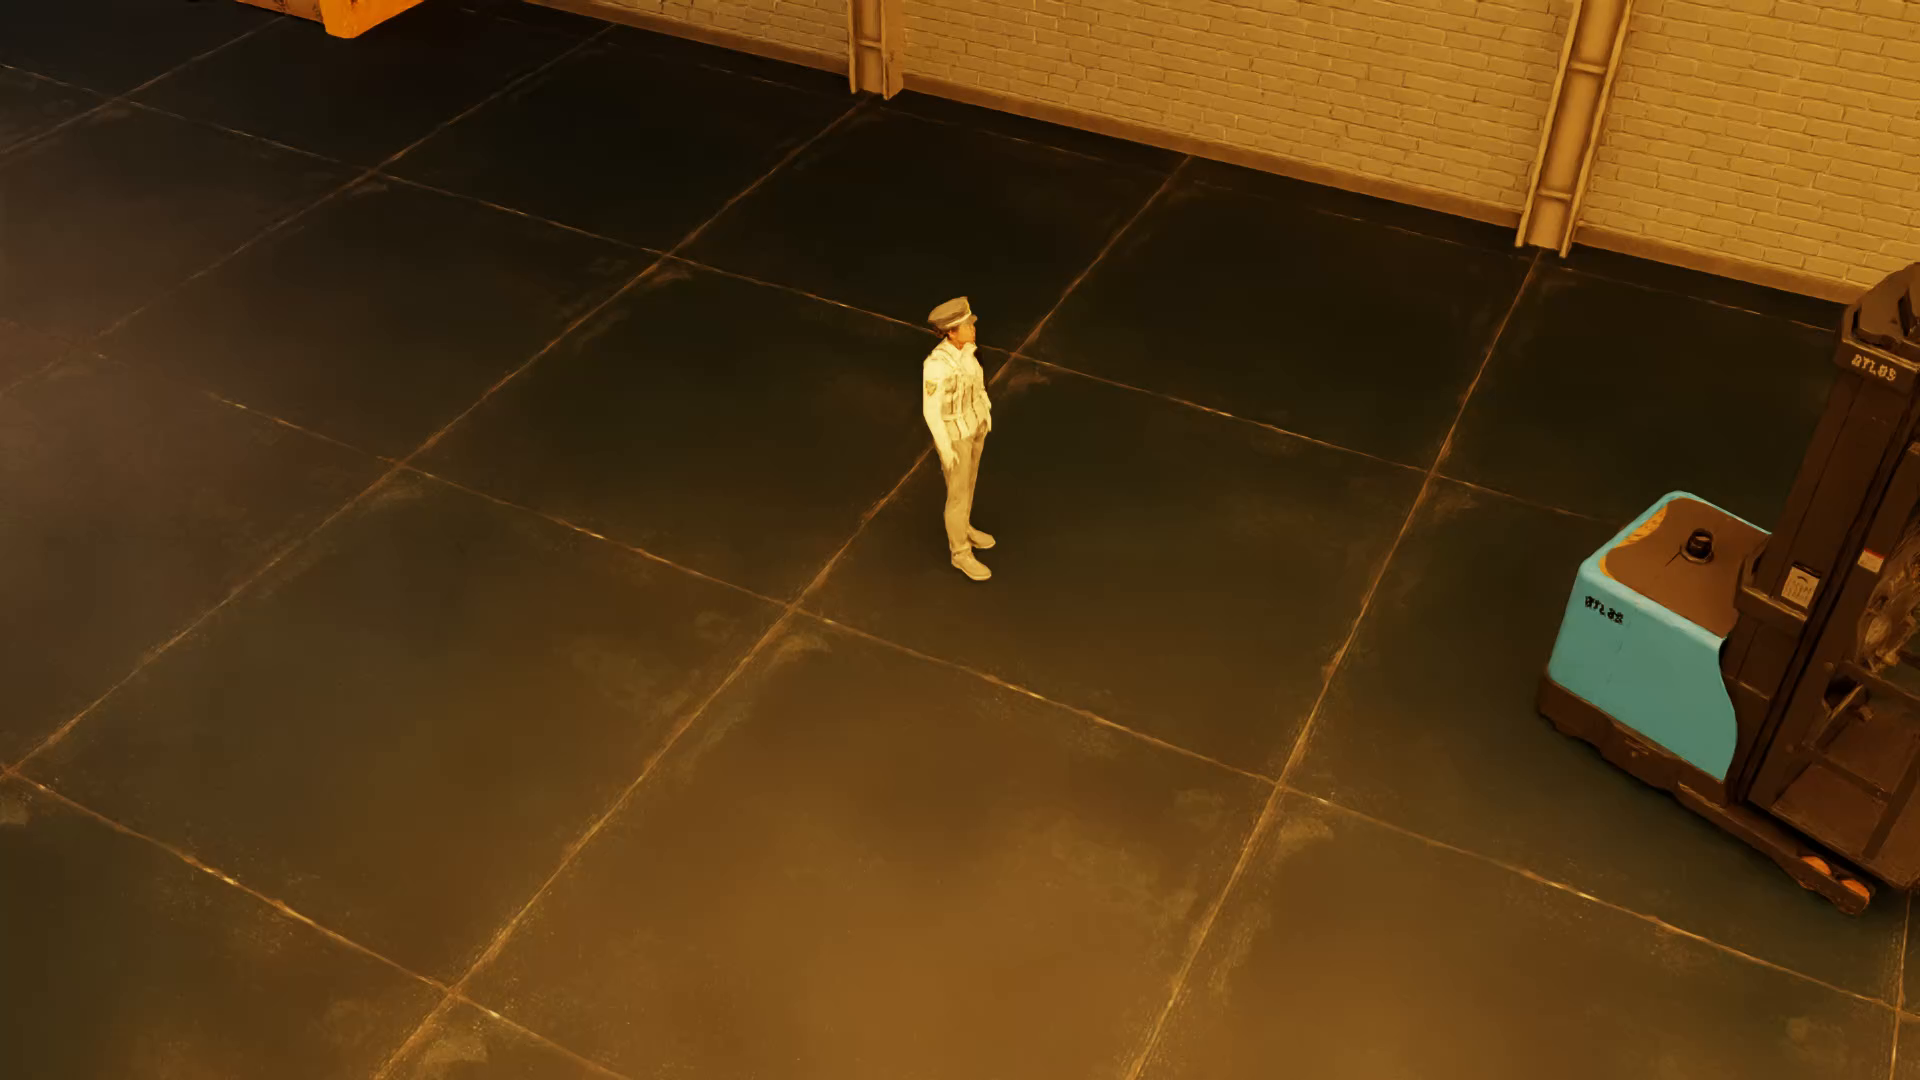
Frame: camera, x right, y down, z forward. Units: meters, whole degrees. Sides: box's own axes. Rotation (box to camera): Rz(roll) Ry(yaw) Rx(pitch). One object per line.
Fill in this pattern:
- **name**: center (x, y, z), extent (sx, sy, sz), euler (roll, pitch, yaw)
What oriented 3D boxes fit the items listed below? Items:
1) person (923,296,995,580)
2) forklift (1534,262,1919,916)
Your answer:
- **person**: center (0.057, -0.630, 9.682), extent (0.532, 1.695, 0.586), euler (18, 43, 21)
- **forklift**: center (4.506, 0.319, 7.608), extent (1.130, 2.935, 3.031), euler (-31, 49, -31)
